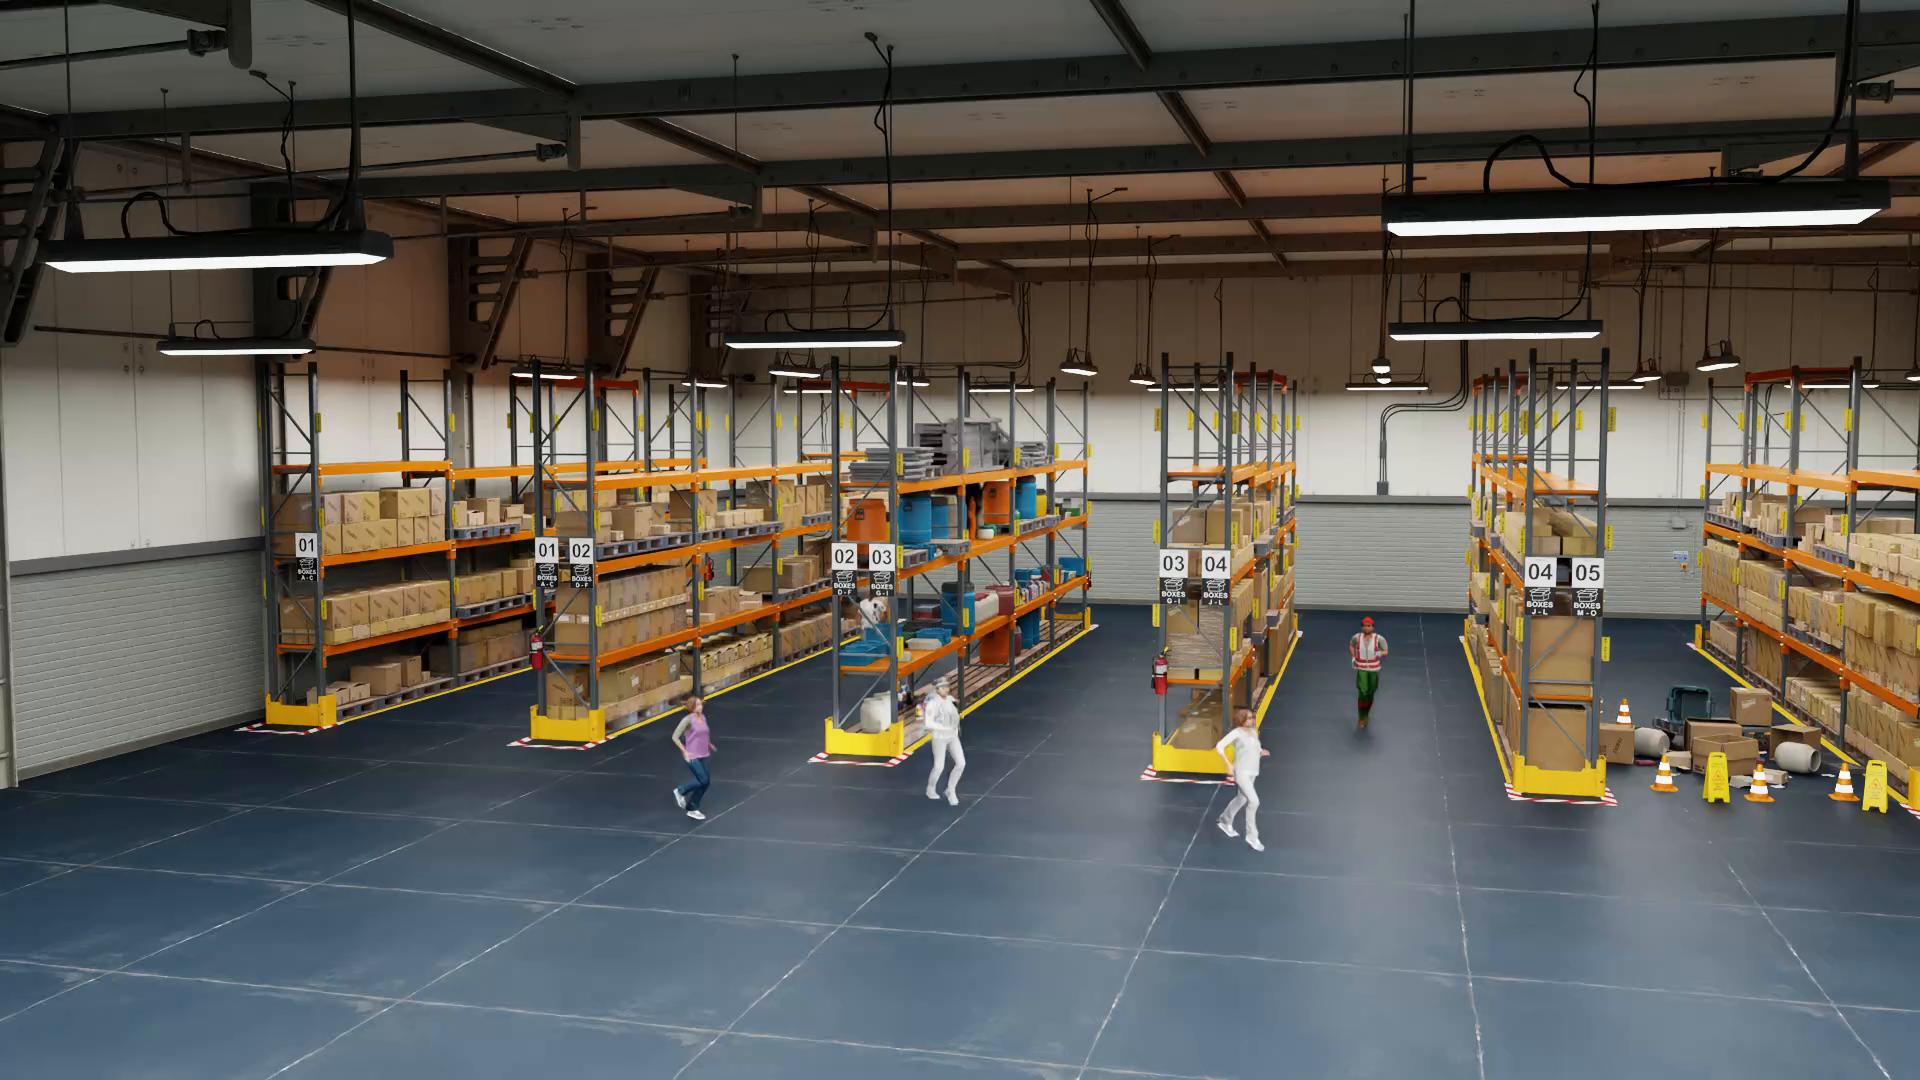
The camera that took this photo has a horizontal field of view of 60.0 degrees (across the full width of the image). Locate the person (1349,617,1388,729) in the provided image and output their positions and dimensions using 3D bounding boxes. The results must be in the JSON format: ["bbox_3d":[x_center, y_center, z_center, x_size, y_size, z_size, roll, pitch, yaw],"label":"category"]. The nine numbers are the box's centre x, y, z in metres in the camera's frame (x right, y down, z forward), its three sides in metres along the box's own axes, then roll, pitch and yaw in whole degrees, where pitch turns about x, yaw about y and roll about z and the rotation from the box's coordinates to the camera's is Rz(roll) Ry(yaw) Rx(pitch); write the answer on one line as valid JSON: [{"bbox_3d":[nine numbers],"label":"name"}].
[{"bbox_3d":[6.752,2.193,27.467,0.615,1.850,0.775,1,4,10],"label":"person"}]

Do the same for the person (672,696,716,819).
[{"bbox_3d":[-3.340,2.754,21.042,0.545,1.559,0.535,2,5,31],"label":"person"}]

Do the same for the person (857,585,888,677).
[{"bbox_3d":[-1.673,1.688,31.181,0.578,1.699,0.703,1,4,13],"label":"person"}]

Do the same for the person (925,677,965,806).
[{"bbox_3d":[-0.217,2.636,21.841,0.579,1.716,0.683,-2,5,-31],"label":"person"}]

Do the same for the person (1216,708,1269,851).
[{"bbox_3d":[3.348,2.808,19.702,0.741,1.642,0.510,4,6,43],"label":"person"}]
